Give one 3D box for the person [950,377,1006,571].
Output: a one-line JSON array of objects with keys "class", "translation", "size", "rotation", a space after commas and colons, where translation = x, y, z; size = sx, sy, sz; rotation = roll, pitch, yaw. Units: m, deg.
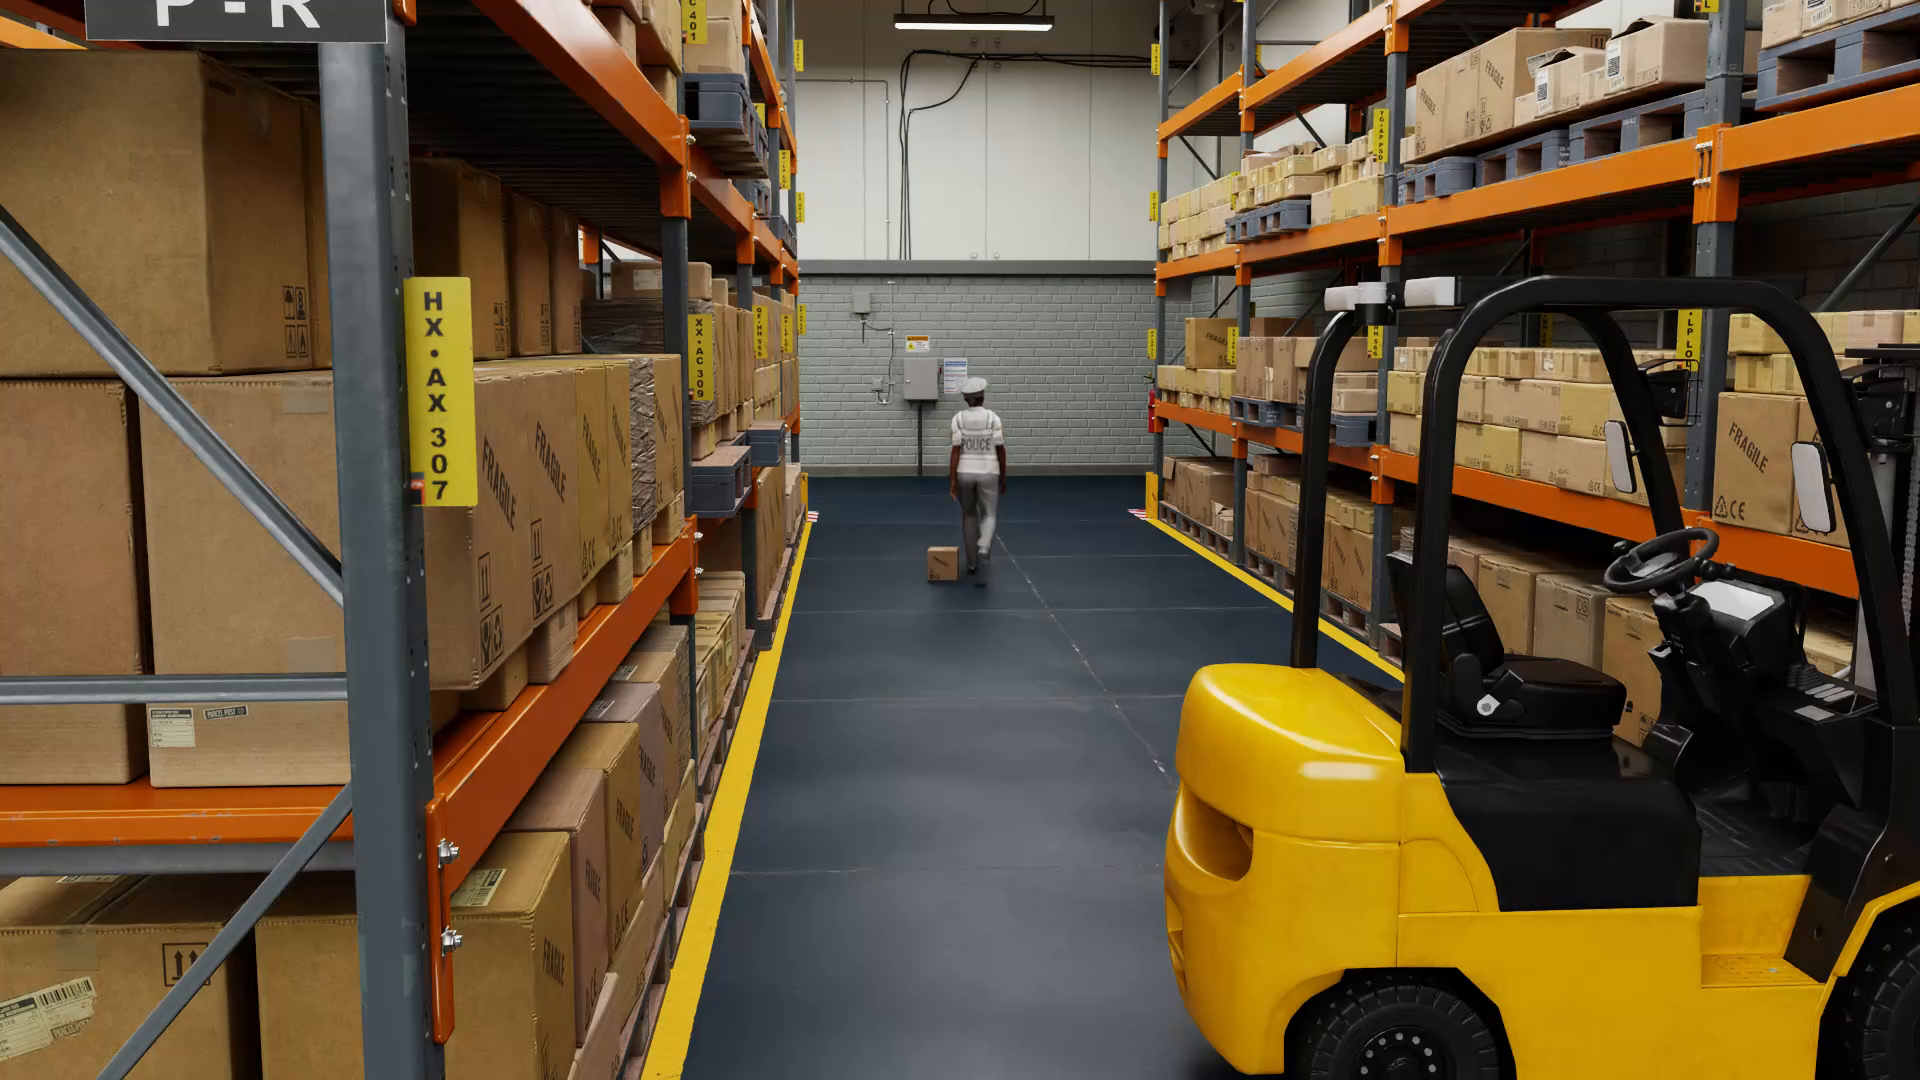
[{"class": "person", "translation": [0.151, -0.543, 14.005], "size": [0.464, 1.649, 0.899], "rotation": [1, 7, 5]}]
